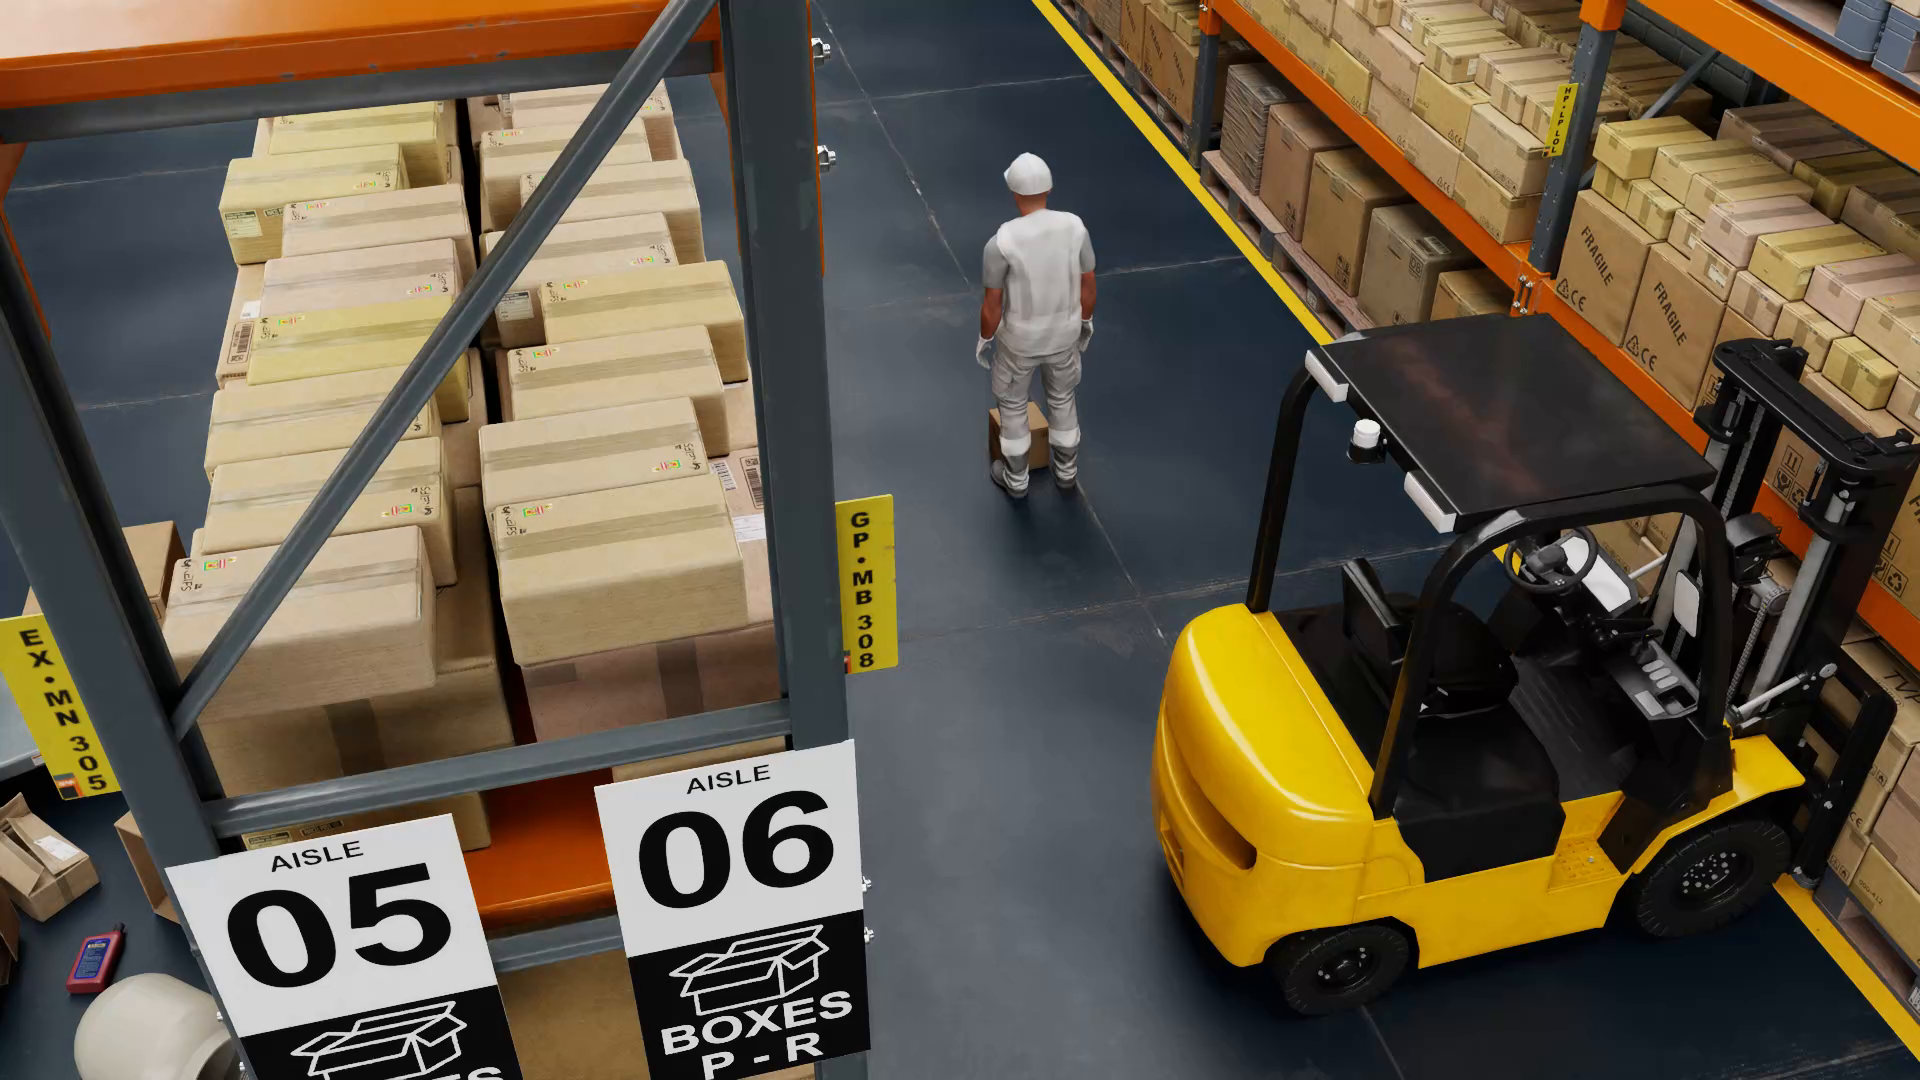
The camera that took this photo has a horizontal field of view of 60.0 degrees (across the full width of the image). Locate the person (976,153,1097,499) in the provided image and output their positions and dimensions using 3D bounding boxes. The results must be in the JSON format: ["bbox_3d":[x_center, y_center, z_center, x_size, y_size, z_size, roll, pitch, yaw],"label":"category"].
[{"bbox_3d":[0.360,-0.996,7.987,0.609,1.777,0.453,-11,39,-14],"label":"person"}]
